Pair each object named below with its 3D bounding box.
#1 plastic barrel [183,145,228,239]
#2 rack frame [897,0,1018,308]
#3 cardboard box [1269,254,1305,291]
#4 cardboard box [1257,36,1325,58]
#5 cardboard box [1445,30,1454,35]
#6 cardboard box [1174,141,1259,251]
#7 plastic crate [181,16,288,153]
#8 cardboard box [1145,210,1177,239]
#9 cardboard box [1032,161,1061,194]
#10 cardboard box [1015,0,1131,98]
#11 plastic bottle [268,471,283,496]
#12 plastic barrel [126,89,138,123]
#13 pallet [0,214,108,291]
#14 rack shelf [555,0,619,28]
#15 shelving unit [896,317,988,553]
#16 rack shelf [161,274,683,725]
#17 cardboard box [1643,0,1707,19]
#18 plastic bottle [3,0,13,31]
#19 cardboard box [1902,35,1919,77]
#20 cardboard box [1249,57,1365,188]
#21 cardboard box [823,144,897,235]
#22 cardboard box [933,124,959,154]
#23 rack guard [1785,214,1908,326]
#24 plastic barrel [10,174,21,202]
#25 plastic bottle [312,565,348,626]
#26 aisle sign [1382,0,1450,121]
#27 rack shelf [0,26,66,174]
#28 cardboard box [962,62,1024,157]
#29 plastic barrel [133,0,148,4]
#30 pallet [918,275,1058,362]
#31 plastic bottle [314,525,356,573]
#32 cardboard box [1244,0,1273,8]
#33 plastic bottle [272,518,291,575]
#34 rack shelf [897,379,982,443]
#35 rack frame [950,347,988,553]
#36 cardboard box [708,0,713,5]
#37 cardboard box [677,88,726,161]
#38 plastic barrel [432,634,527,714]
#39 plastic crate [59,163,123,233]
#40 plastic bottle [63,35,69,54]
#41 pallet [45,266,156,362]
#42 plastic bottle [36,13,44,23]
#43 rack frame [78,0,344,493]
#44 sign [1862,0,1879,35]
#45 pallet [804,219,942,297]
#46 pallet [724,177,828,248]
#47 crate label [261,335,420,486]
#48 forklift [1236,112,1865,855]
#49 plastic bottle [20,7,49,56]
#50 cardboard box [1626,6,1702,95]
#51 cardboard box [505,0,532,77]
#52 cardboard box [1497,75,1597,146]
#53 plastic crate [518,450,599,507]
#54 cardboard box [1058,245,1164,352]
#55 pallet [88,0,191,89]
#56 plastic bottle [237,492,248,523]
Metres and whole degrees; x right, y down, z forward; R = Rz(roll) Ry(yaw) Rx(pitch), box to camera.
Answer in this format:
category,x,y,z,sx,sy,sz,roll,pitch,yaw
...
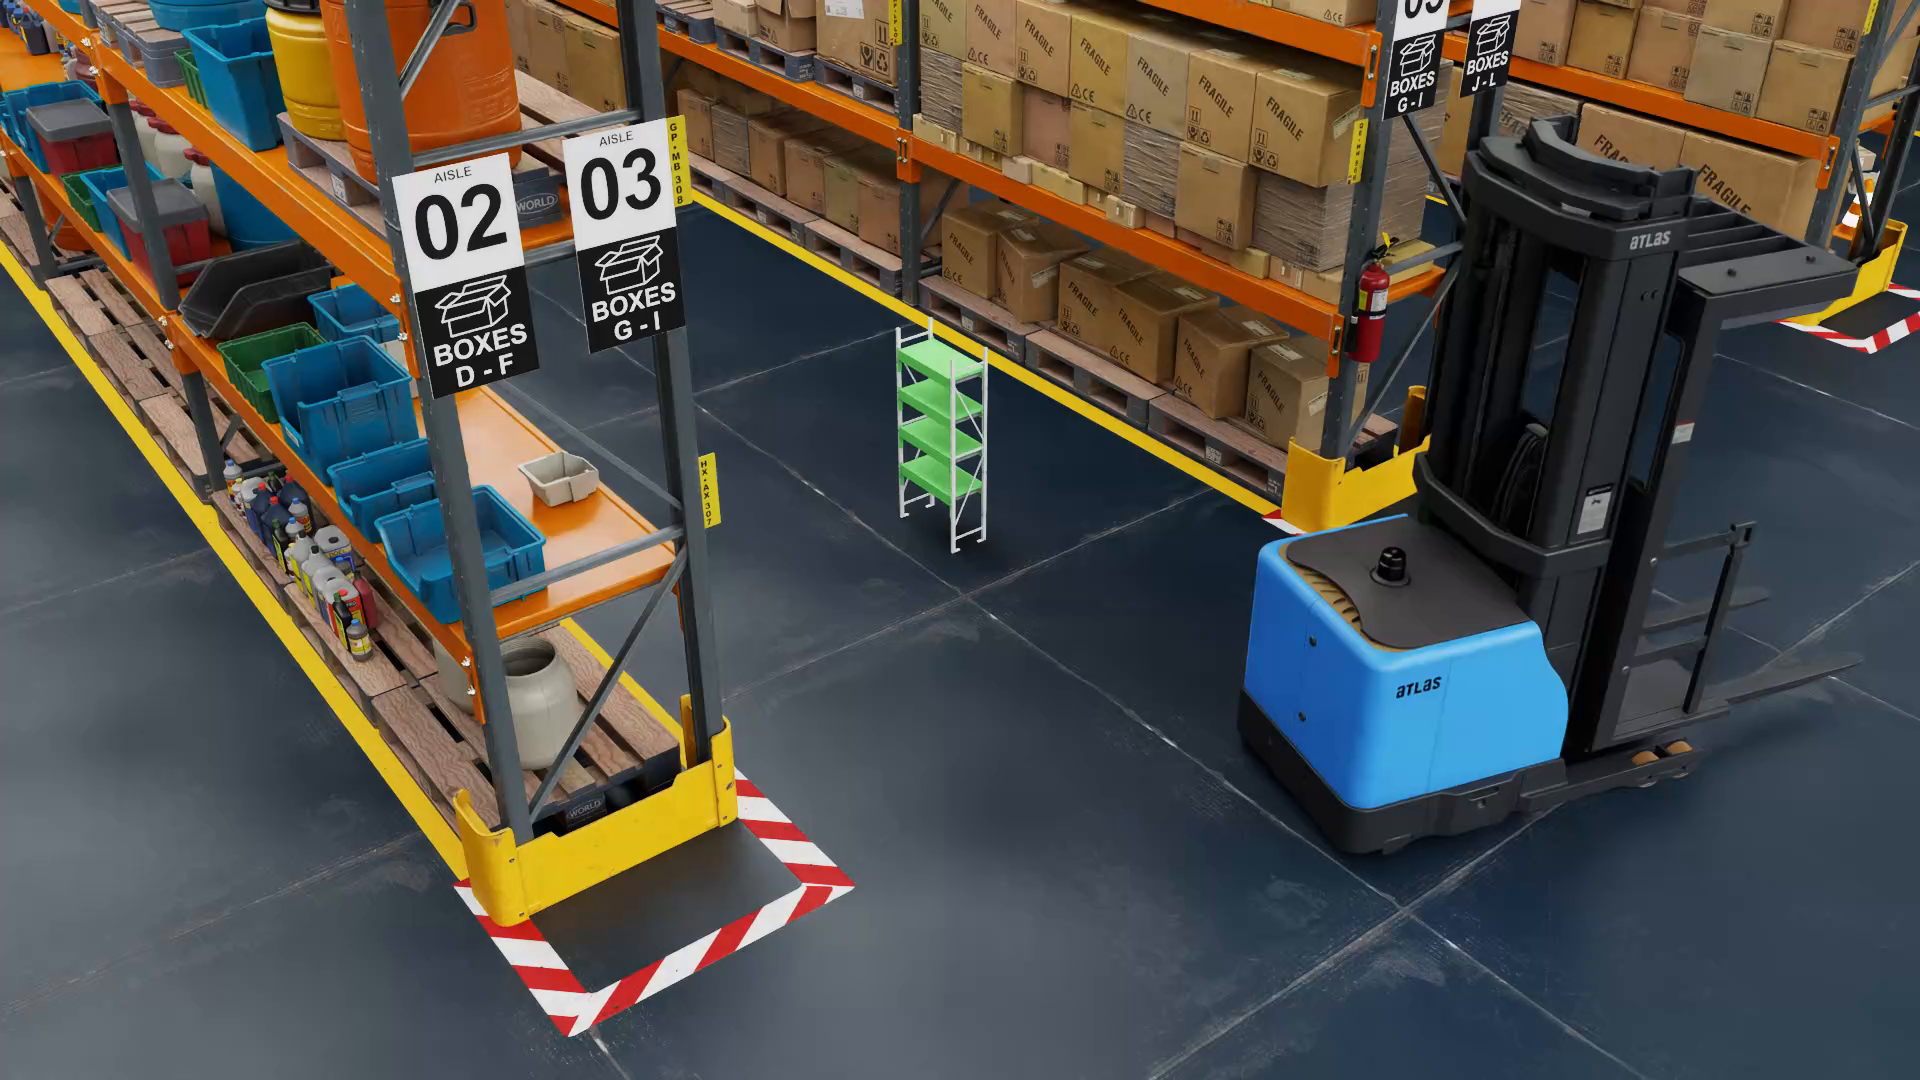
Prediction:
category,x,y,z,sx,sy,sz,roll,pitch,yaw
plastic barrel,-4.322,-2.095,9.878,0.433,0.535,0.433,0,32,0
rack frame,0.004,-3.170,11.737,1.000,3.000,0.127,-22,38,-31
cardboard box,1.966,-1.552,9.371,0.380,0.149,0.250,-22,38,-31
cardboard box,2.034,-2.624,9.535,0.500,0.500,0.500,-22,38,-31
cardboard box,4.220,-4.646,13.972,0.875,0.550,0.550,-22,38,-31
cardboard box,1.740,-2.079,9.605,0.875,0.500,0.500,-22,38,-31
plastic crate,-2.863,-1.865,6.809,0.392,0.384,0.575,-22,38,-31
cardboard box,1.340,-1.964,10.033,0.380,0.149,0.250,-22,38,-31
cardboard box,0.684,-2.363,10.677,0.380,0.149,0.250,-22,38,-31
cardboard box,0.693,-3.077,10.264,0.500,0.500,0.500,-22,38,-31
plastic bottle,-3.756,-0.234,9.169,0.061,0.283,0.133,-22,38,-31
plastic barrel,-5.303,-2.747,10.950,0.421,0.512,0.421,0,32,0
pallet,-6.878,-2.365,13.084,1.003,0.211,1.213,-22,38,-31
rack shelf,-3.675,-5.365,15.953,1.077,0.370,4.000,-22,38,-31
shelving unit,-0.101,-0.579,9.271,0.258,1.200,0.503,-22,38,-31
rack shelf,-2.682,-0.428,8.005,1.077,0.370,4.000,-22,38,-31
cardboard box,5.594,-4.232,12.281,0.875,0.550,0.550,-22,38,-31
plastic bottle,-7.871,-4.377,13.802,0.097,0.271,0.097,0,32,0
cardboard box,8.961,-4.716,15.725,0.500,0.500,0.500,-23,39,-32
cardboard box,1.924,-2.246,8.925,0.500,0.500,0.500,-22,38,-31
cardboard box,-0.633,-2.762,13.034,0.700,0.500,0.500,-23,38,-32
cardboard box,0.041,-2.768,11.328,0.380,0.149,0.250,-22,38,-31
rack guard,6.452,-1.993,12.213,1.175,0.500,0.348,-22,38,-31
plastic barrel,-7.367,-3.057,13.444,0.600,0.588,0.708,-22,38,-31
plastic bottle,-3.146,0.275,8.356,0.152,0.276,0.135,-23,39,-33
aisle sign,2.258,-2.484,8.169,0.394,0.787,0.004,-22,38,-31
rack shelf,-7.588,-3.762,13.373,1.077,0.370,4.000,-22,38,-31
cardboard box,0.510,-2.911,10.944,0.875,0.500,0.500,-22,38,-31
plastic barrel,-3.800,-2.824,7.834,0.421,0.512,0.421,0,32,0
pallet,0.444,-1.717,12.041,1.003,0.211,1.213,-22,38,-31
plastic bottle,-3.263,0.071,8.684,0.152,0.276,0.135,-22,38,-31
cardboard box,1.652,-3.039,8.826,0.500,0.250,0.500,-22,38,-31
plastic bottle,-3.557,0.031,8.741,0.061,0.283,0.133,-20,37,-29
rack shelf,-0.101,-0.728,9.178,0.258,0.148,0.480,-22,38,-31
rack frame,0.048,-0.477,9.108,0.240,1.200,0.015,-22,38,-31
cardboard box,-1.665,-4.645,13.620,0.700,0.500,0.500,-16,35,-25
cardboard box,-2.022,-3.689,14.526,0.700,0.500,0.500,-25,39,-34
plastic barrel,-2.227,0.520,7.757,0.421,0.512,0.421,0,32,0
plastic crate,-5.199,-2.112,10.235,0.450,0.188,0.662,-22,38,-31
plastic bottle,-6.928,-3.866,12.981,0.097,0.271,0.097,0,32,0
pallet,-5.917,-1.714,12.037,1.003,0.211,1.213,-22,38,-31
plastic bottle,-7.317,-4.144,13.353,0.144,0.351,0.185,-22,38,-31
rack frame,-3.908,-1.567,9.157,1.000,3.000,0.127,-22,38,-31
sign,6.000,-3.488,10.928,0.100,0.325,0.005,-22,38,-31
pallet,-0.475,-2.309,12.995,1.003,0.211,1.213,-22,38,-31
pallet,-1.227,-2.818,13.814,1.003,0.211,1.213,-22,38,-31
crate label,-2.798,-0.595,7.558,0.502,0.435,0.616,-22,38,-31
forklift,2.888,-0.357,7.274,3.031,2.935,1.130,-11,34,-18
plastic bottle,-7.354,-4.039,13.183,0.144,0.351,0.185,-22,38,-31
cardboard box,5.575,-3.765,12.554,0.875,0.550,0.550,-22,38,-31
cardboard box,-3.945,-5.147,16.537,1.225,0.875,0.875,-24,39,-33
cardboard box,4.870,-3.349,13.642,0.875,0.875,0.875,-22,38,-31
plastic crate,-1.750,-0.265,7.311,0.298,0.136,0.250,-22,38,-31
cardboard box,1.018,-1.637,11.241,0.500,0.500,0.500,-26,40,-35
pallet,-3.389,-2.492,7.982,1.213,0.211,1.003,-22,38,-31
plastic bottle,-3.935,-0.206,9.201,0.097,0.201,0.097,0,32,0
